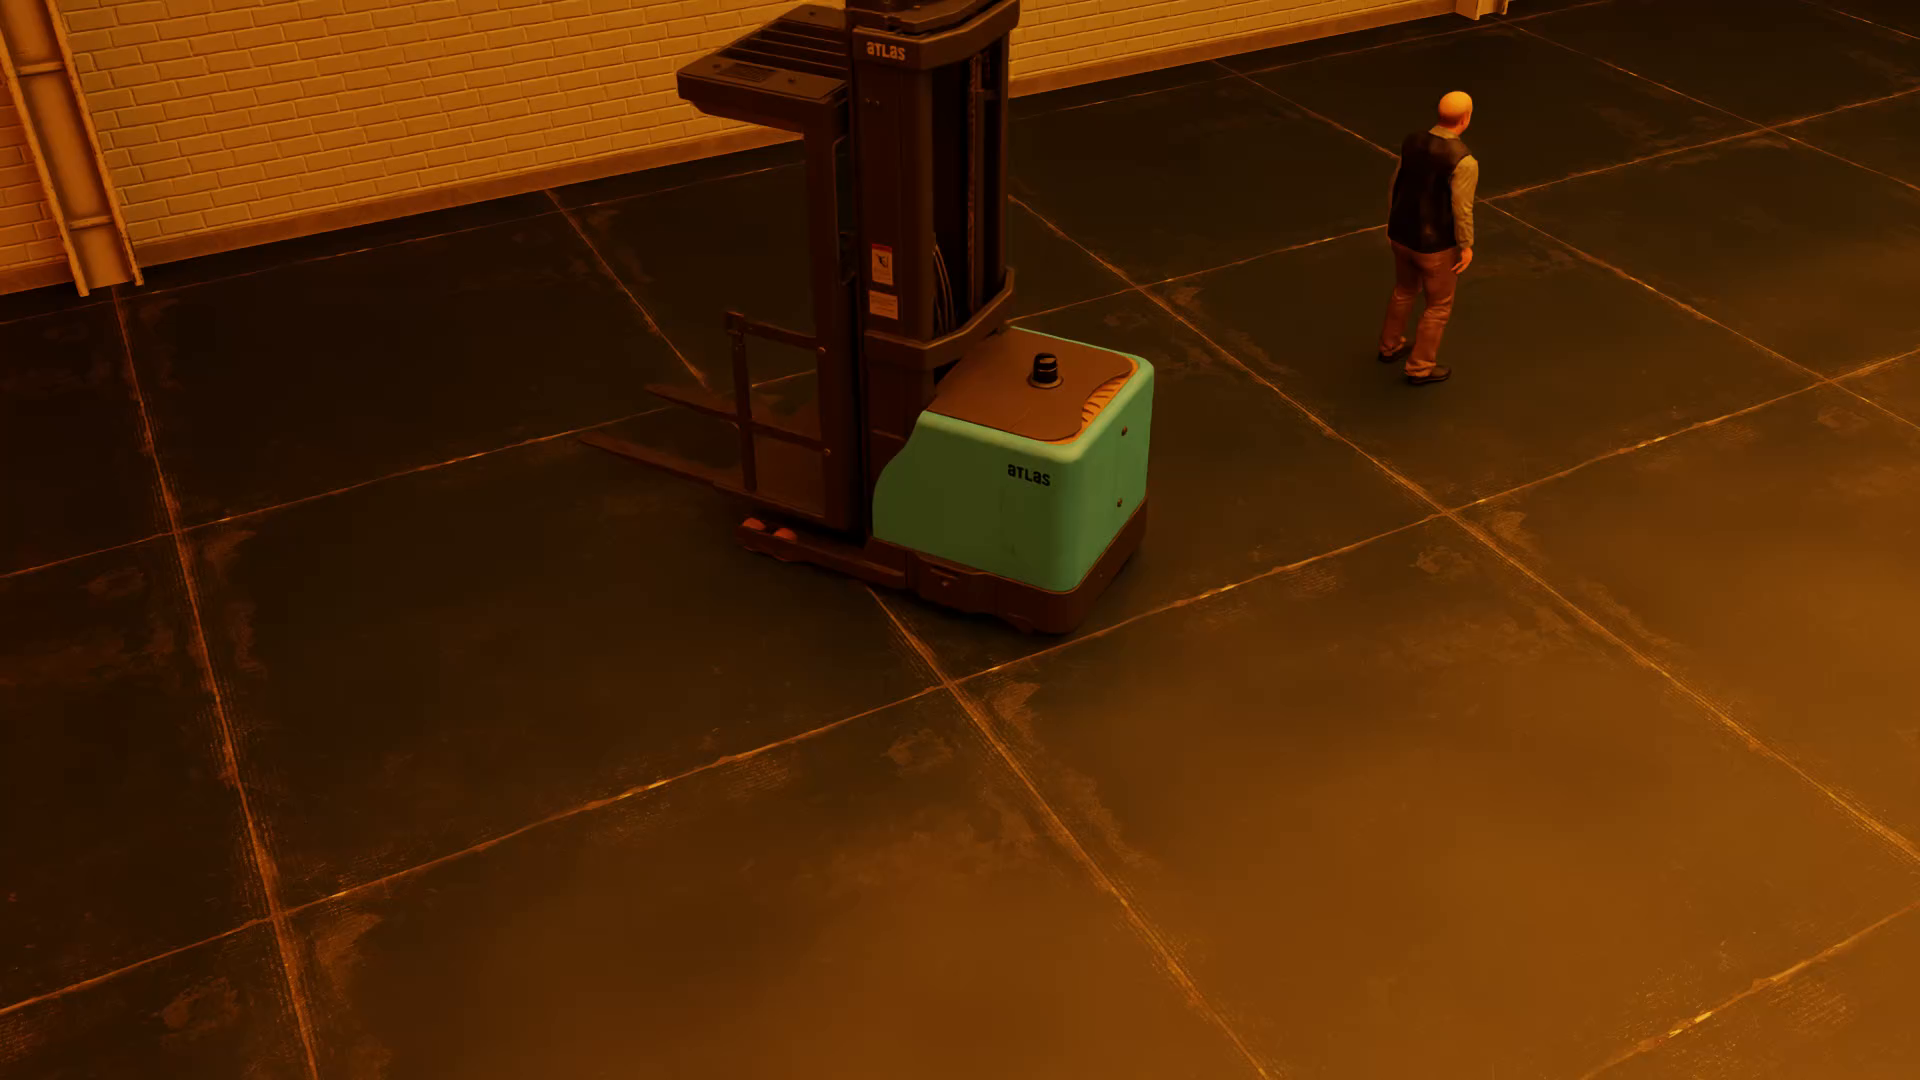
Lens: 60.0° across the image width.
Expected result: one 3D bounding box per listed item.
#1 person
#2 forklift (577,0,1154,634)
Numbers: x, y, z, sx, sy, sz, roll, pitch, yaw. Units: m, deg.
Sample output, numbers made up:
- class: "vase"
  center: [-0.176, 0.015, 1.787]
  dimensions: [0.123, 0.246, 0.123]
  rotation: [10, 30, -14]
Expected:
- class: "person"
  center: [2.719, -1.747, 9.653]
  dimensions: [0.446, 1.725, 0.588]
  rotation: [-21, 40, -26]
- class: "forklift"
  center: [-0.594, -1.341, 8.020]
  dimensions: [3.031, 2.935, 1.130]
  rotation: [17, 39, 22]
